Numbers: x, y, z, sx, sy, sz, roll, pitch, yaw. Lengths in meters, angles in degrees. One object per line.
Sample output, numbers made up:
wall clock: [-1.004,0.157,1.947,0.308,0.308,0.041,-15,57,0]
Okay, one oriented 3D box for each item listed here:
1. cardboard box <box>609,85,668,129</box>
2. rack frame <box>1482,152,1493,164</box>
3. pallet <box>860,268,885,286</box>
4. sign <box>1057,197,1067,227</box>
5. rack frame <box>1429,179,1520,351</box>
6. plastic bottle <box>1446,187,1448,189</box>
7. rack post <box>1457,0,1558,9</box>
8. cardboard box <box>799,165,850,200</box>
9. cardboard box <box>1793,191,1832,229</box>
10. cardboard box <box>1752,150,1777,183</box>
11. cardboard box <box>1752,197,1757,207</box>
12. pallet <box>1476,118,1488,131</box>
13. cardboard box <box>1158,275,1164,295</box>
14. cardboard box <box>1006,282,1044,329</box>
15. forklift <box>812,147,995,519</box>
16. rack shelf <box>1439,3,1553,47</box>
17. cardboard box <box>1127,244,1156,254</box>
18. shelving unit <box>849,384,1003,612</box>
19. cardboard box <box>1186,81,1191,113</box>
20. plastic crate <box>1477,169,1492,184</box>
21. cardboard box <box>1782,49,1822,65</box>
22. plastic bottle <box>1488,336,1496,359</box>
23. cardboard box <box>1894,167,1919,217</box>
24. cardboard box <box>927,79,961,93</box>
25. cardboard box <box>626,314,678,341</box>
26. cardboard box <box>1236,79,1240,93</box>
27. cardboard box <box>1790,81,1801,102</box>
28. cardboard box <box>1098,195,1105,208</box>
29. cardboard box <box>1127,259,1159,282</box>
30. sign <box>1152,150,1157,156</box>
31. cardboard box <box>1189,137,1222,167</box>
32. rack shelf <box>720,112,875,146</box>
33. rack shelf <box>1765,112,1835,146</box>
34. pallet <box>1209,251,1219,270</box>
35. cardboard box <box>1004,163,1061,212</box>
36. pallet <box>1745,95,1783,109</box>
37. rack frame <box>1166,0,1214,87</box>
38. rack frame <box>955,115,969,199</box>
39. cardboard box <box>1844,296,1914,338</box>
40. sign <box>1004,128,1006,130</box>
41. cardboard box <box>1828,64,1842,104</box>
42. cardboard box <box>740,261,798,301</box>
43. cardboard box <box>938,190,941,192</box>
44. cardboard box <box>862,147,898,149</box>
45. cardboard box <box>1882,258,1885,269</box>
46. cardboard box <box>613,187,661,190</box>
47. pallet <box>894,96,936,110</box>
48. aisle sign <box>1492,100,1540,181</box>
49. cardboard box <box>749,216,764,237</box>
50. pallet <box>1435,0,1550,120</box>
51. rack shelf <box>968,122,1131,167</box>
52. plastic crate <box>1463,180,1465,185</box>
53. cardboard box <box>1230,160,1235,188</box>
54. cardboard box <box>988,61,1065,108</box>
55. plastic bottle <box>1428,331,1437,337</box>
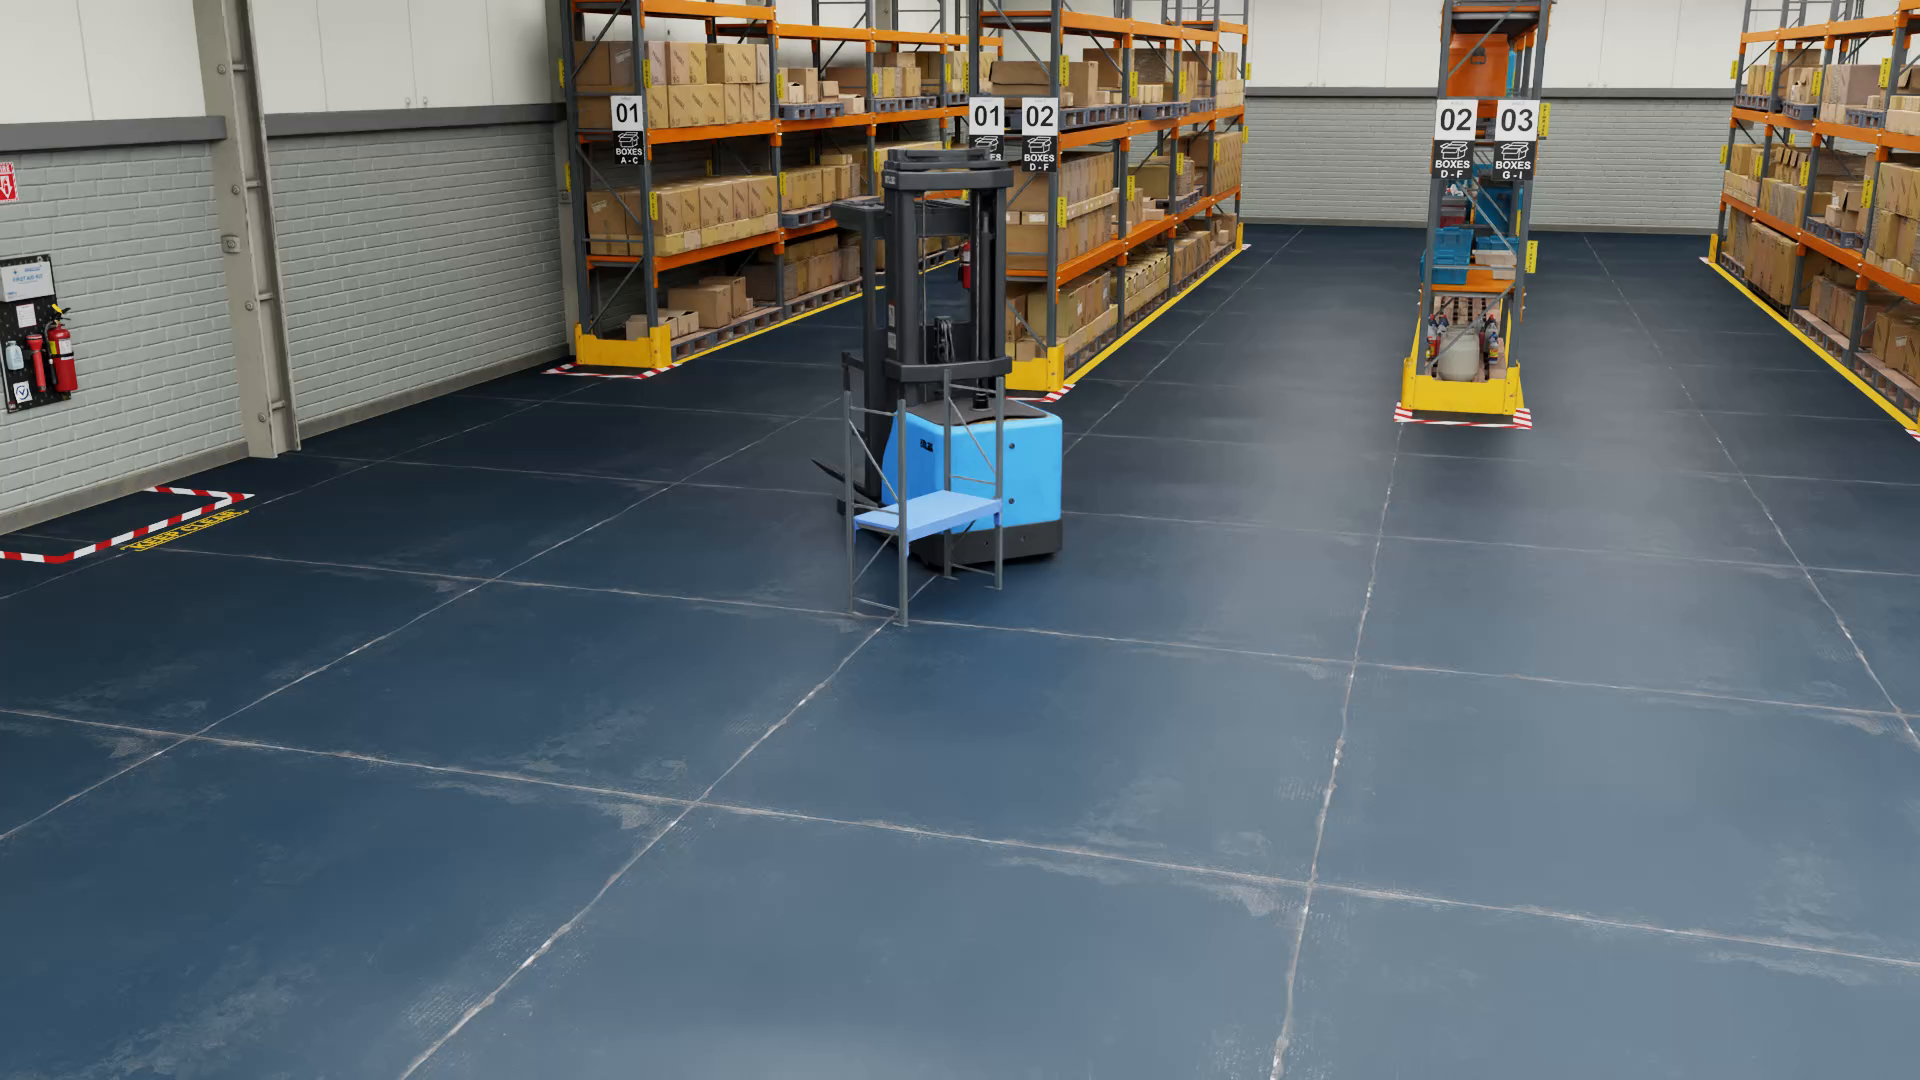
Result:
cardboard box: [-3.822,-5.157,19.798,0.500,0.500,0.500,5,17,17]
rack frame: [9.888,-7.006,32.033,1.000,3.000,0.127,5,16,16]
pallet: [-1.587,-4.540,28.450,1.003,0.211,1.213,5,16,16]
sign: [1.124,-3.615,18.347,0.100,0.325,0.005,5,16,16]
rack frame: [6.478,-3.867,20.965,1.000,3.000,0.127,5,16,16]
plastic bottle: [8.200,-5.806,28.015,0.061,0.283,0.133,5,16,16]
rack post: [5.678,-5.654,17.187,0.937,0.300,0.954,7,17,22]
cardboard box: [-2.141,-5.669,26.330,0.700,0.500,0.500,3,16,11]
cardboard box: [12.266,-4.725,23.809,0.500,0.500,0.500,5,17,18]
cardboard box: [13.375,-6.148,27.364,0.500,0.500,0.500,5,17,17]
cardboard box: [13.273,-5.560,27.395,0.380,0.149,0.250,5,17,16]
pallet: [6.367,-5.023,19.889,1.213,0.211,1.003,5,16,16]
cardboard box: [2.808,-3.886,25.301,0.500,0.250,0.500,4,16,15]
cardboard box: [0.730,-2.871,20.351,0.500,0.500,0.500,5,16,16]
forklift: [-0.332,-1.575,13.011,1.121,2.935,3.031,-7,17,-25]
rack shelf: [5.910,-5.691,18.454,1.077,0.370,4.000,5,16,16]
cardboard box: [2.907,-4.570,27.220,0.500,0.500,0.500,5,17,18]
shelving unit: [-0.227,-0.304,11.153,0.538,1.308,1.030,12,20,37]
cardboard box: [3.251,-7.176,26.951,0.910,0.500,0.500,5,16,16]
plastic crate: [9.246,-6.233,29.082,0.402,0.464,0.583,5,16,16]
cardboard box: [13.774,-7.923,27.259,0.500,0.250,0.500,4,16,12]
plastic bottle: [6.253,-2.259,19.491,0.097,0.271,0.097,0,16,0]
cardboard box: [10.572,-3.795,18.152,0.500,0.500,0.500,5,16,16]
cardboard box: [-0.298,-8.509,31.158,0.500,0.250,0.500,5,16,16]
cardboard box: [-3.874,-2.681,20.904,0.500,0.311,0.500,3,16,10]
cardboard box: [5.097,-8.718,31.929,0.500,0.250,0.500,5,16,16]
cardboard box: [13.102,-6.898,25.548,0.500,0.311,0.500,4,16,14]
cardboard box: [1.640,-4.322,21.198,0.380,0.149,0.250,5,16,16]
cardboard box: [2.666,-4.023,24.757,0.500,0.311,0.500,5,16,16]
sign: [3.481,-6.801,29.725,0.100,0.325,0.005,5,16,16]
cardboard box: [4.407,-6.975,29.909,0.500,0.500,0.500,5,17,17]
rack shelf: [-2.452,-6.255,25.207,1.077,0.370,4.000,5,16,16]
rack shelf: [12.932,-6.149,24.834,1.077,0.370,4.000,5,16,16]
pallet: [4.200,-5.183,30.715,1.003,0.211,1.213,5,16,16]
cardboard box: [0.753,-4.012,18.918,0.700,0.500,0.500,5,16,16]
pallet: [14.091,-7.507,28.466,1.003,0.211,1.213,5,16,16]
rack frame: [4.000,-9.231,28.884,0.949,2.616,0.053,5,16,16]
rack frame: [0.390,-7.774,34.742,1.000,3.000,0.127,5,16,16]
cardboard box: [11.576,-2.774,20.887,0.700,0.500,0.500,5,16,16]
sign: [0.906,-8.400,34.390,0.100,0.325,0.005,5,16,16]
cardboard box: [11.836,-6.025,21.979,0.500,0.500,0.500,5,17,16]
cardboard box: [-2.827,-3.838,24.638,0.700,0.500,0.500,5,17,18]
cardboard box: [-0.572,-6.506,30.695,0.380,0.149,0.250,5,17,16]
cardboard box: [-1.356,-6.482,28.048,0.500,0.250,0.500,4,16,15]
cardboard box: [10.687,-3.131,18.830,0.380,0.149,0.250,5,16,16]
cardboard box: [-4.075,-4.157,20.854,0.500,0.500,0.500,5,17,17]
pallet: [-0.960,-7.835,29.810,0.805,0.209,1.217,4,16,14]
aisle sign: [5.602,-4.029,16.774,0.394,0.787,0.004,5,16,16]
cardboard box: [-3.014,-4.295,22.714,0.500,0.250,0.500,5,17,16]
pallet: [13.223,-4.383,17.288,15.863,6.000,5.449,5,16,16]
rack shelf: [1.162,-4.825,20.166,1.077,0.370,4.000,5,16,16]
plastic crate: [9.043,-6.492,30.419,0.416,0.233,0.300,5,16,16]
cardboard box: [4.983,-7.035,31.952,0.500,0.500,0.500,5,17,16]
cardboard box: [0.761,-5.117,18.662,0.797,0.503,0.637,6,17,20]
plastic bottle: [5.580,-2.336,19.754,0.152,0.276,0.135,4,16,14]
